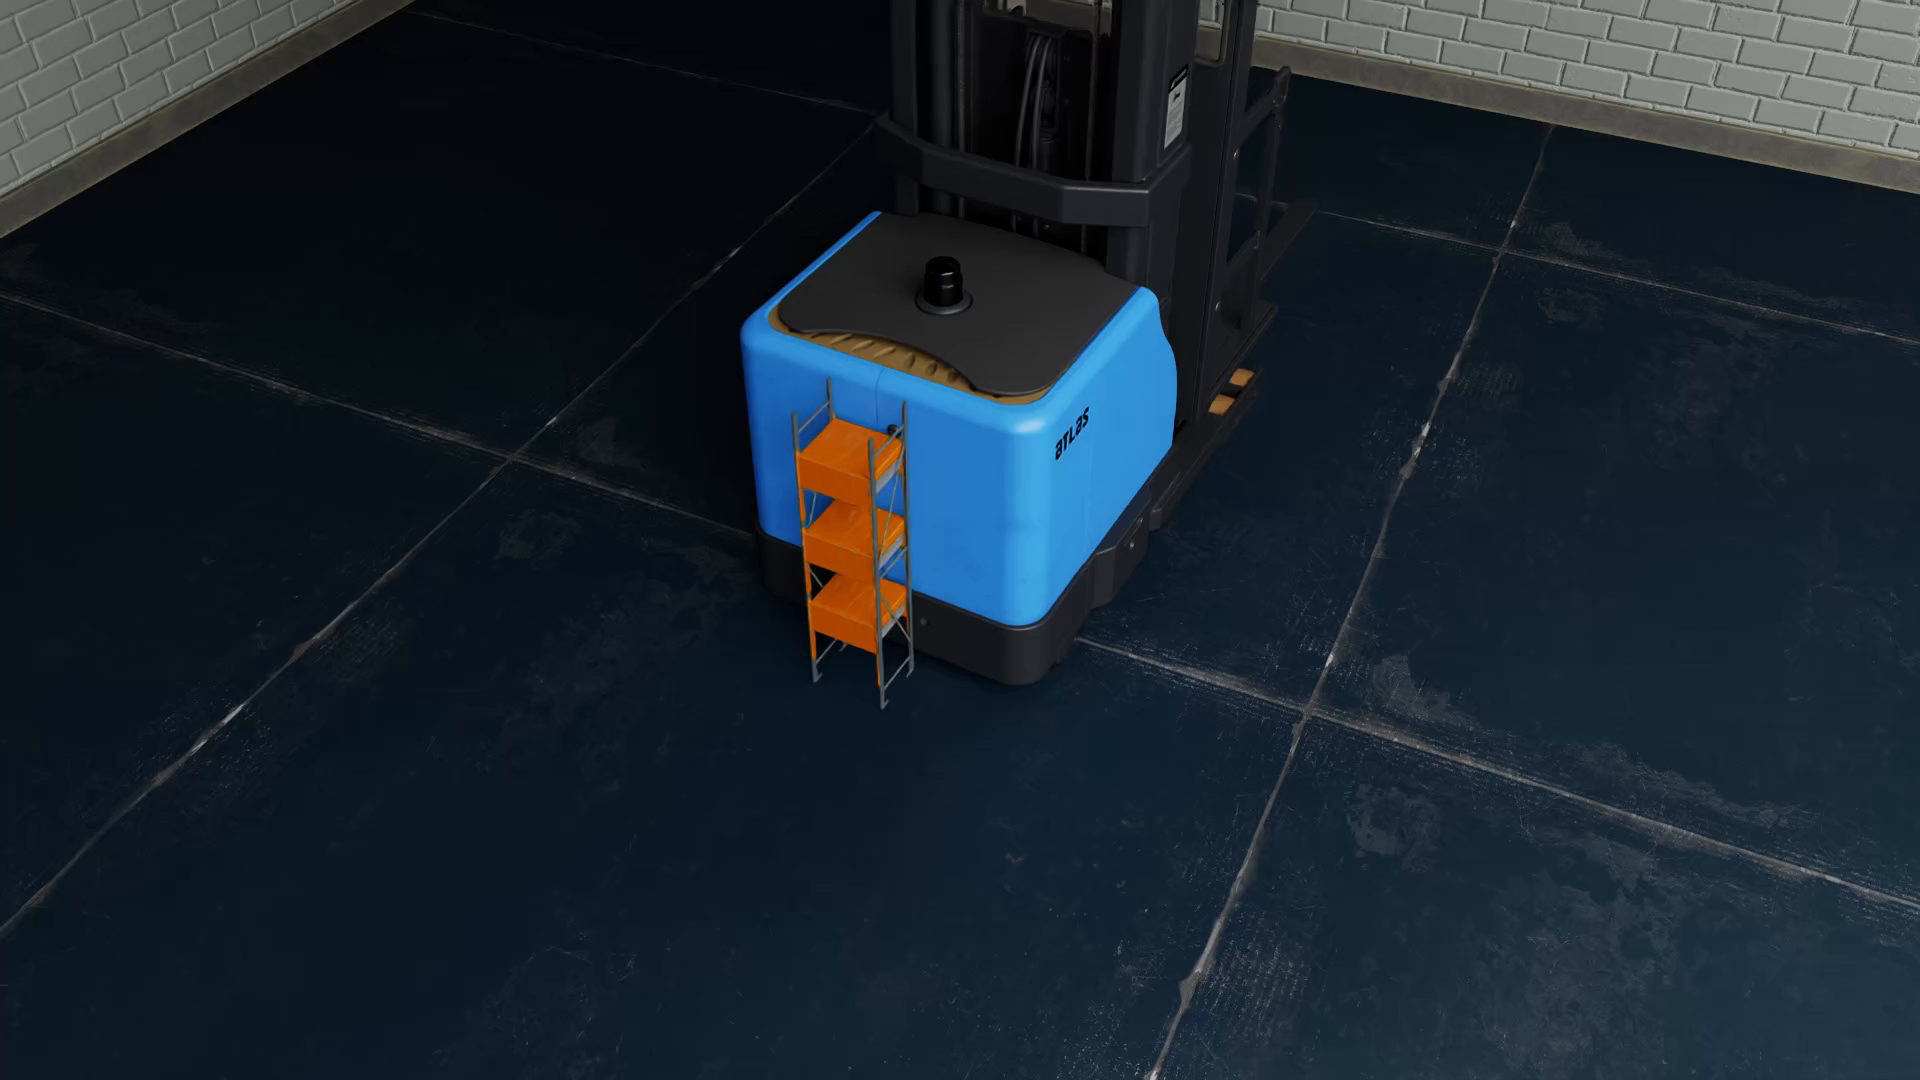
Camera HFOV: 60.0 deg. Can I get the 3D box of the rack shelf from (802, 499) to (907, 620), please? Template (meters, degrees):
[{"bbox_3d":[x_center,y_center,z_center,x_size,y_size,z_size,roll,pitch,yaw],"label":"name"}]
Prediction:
[{"bbox_3d":[-0.304,0.041,4.917,0.240,0.259,0.215,19,44,21],"label":"rack shelf"}]

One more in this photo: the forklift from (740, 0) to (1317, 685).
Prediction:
[{"bbox_3d":[0.491,-1.613,5.373,1.130,2.935,3.031,20,45,21],"label":"forklift"}]

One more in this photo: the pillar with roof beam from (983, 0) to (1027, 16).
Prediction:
[{"bbox_3d":[-1.694,-3.628,3.065,0.400,9.000,9.100,17,44,19],"label":"pillar with roof beam"}]

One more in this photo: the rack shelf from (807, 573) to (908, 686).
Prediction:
[{"bbox_3d":[-0.304,0.251,5.099,0.240,0.259,0.215,19,44,21],"label":"rack shelf"}]

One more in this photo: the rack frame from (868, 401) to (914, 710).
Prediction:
[{"bbox_3d":[-0.197,0.071,4.867,0.008,1.050,0.200,19,44,21],"label":"rack frame"}]

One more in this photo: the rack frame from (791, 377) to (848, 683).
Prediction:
[{"bbox_3d":[-0.412,-0.004,4.954,0.008,1.050,0.200,19,44,21],"label":"rack frame"}]

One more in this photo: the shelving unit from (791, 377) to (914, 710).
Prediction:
[{"bbox_3d":[-0.304,0.033,4.910,0.252,1.050,0.215,19,44,21],"label":"shelving unit"}]

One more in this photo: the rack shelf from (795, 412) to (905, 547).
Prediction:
[{"bbox_3d":[-0.304,-0.173,4.731,0.240,0.259,0.215,19,44,21],"label":"rack shelf"}]
